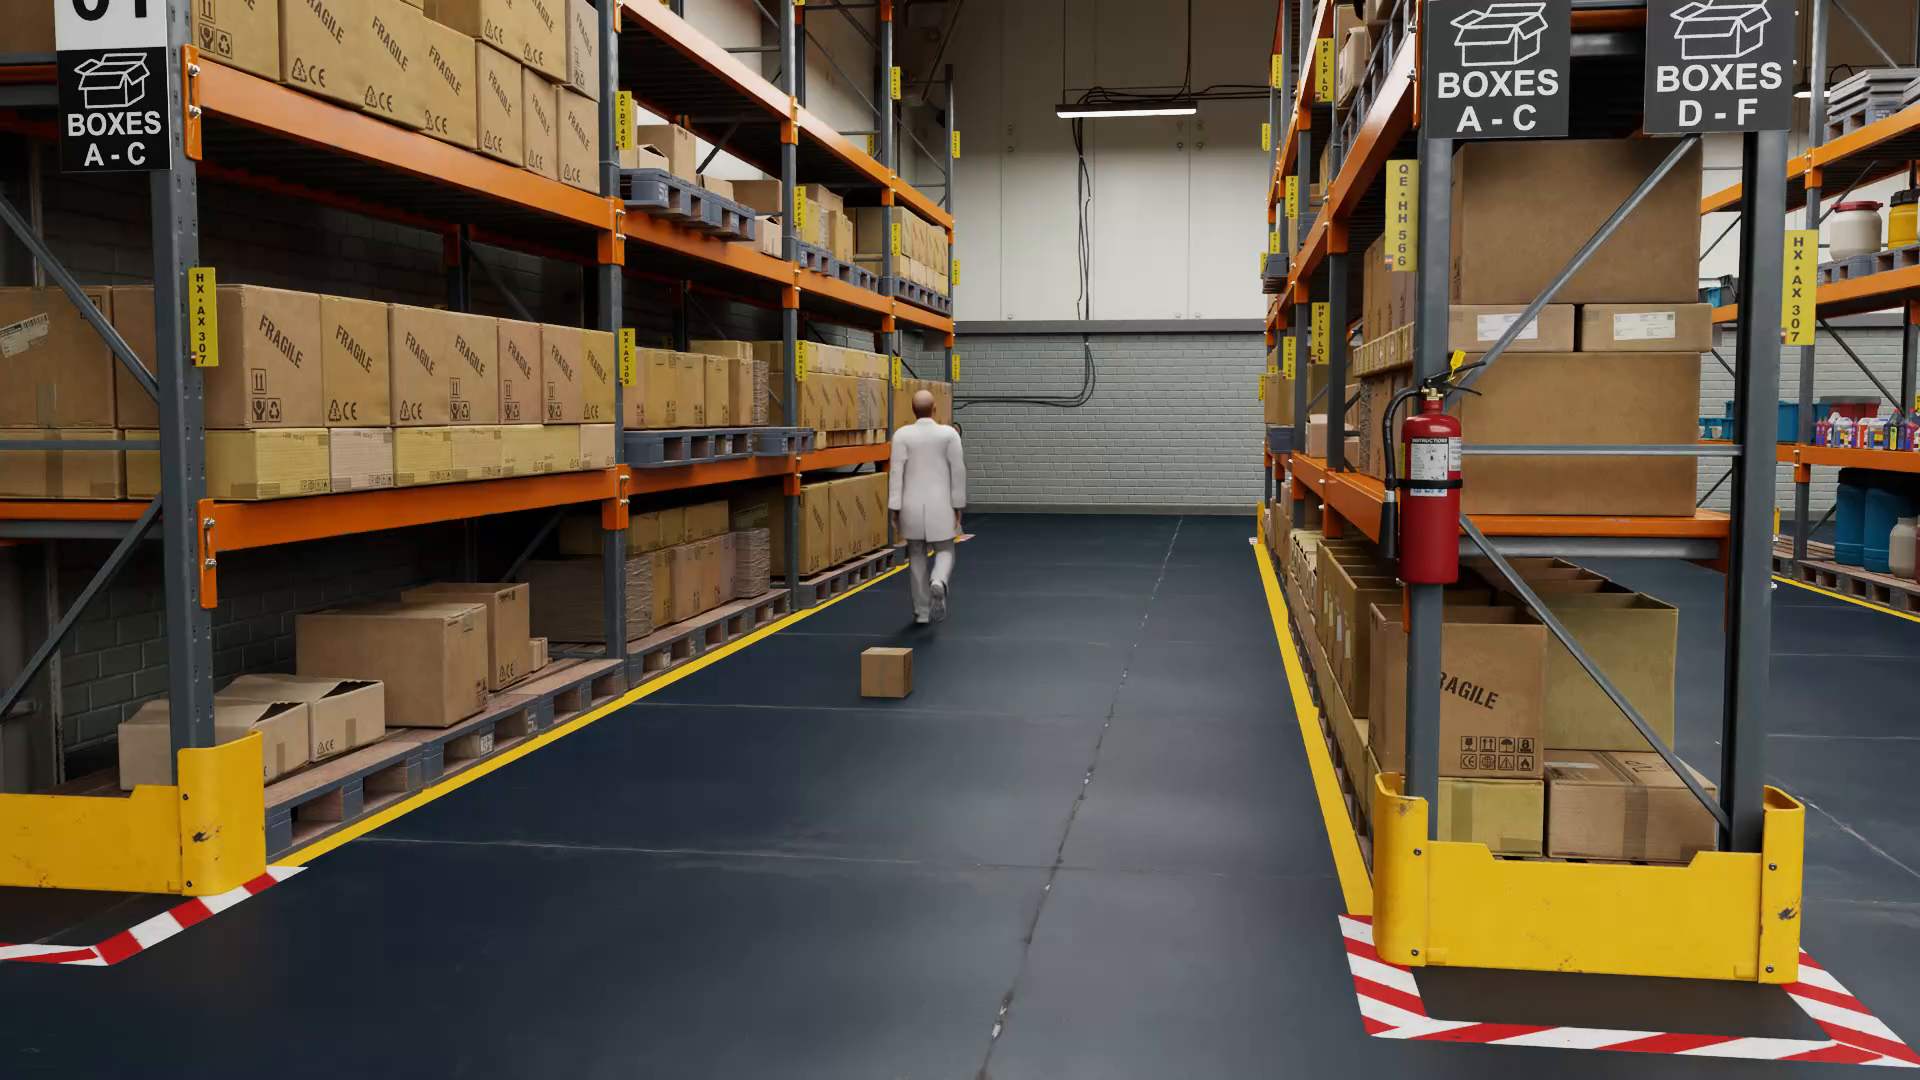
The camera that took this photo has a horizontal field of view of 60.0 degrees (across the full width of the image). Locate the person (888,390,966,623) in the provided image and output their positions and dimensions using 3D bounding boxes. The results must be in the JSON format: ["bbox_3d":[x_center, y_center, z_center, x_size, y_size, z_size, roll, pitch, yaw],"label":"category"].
[{"bbox_3d":[-0.249,-0.245,12.535,0.590,1.760,0.724,0,4,1],"label":"person"}]
